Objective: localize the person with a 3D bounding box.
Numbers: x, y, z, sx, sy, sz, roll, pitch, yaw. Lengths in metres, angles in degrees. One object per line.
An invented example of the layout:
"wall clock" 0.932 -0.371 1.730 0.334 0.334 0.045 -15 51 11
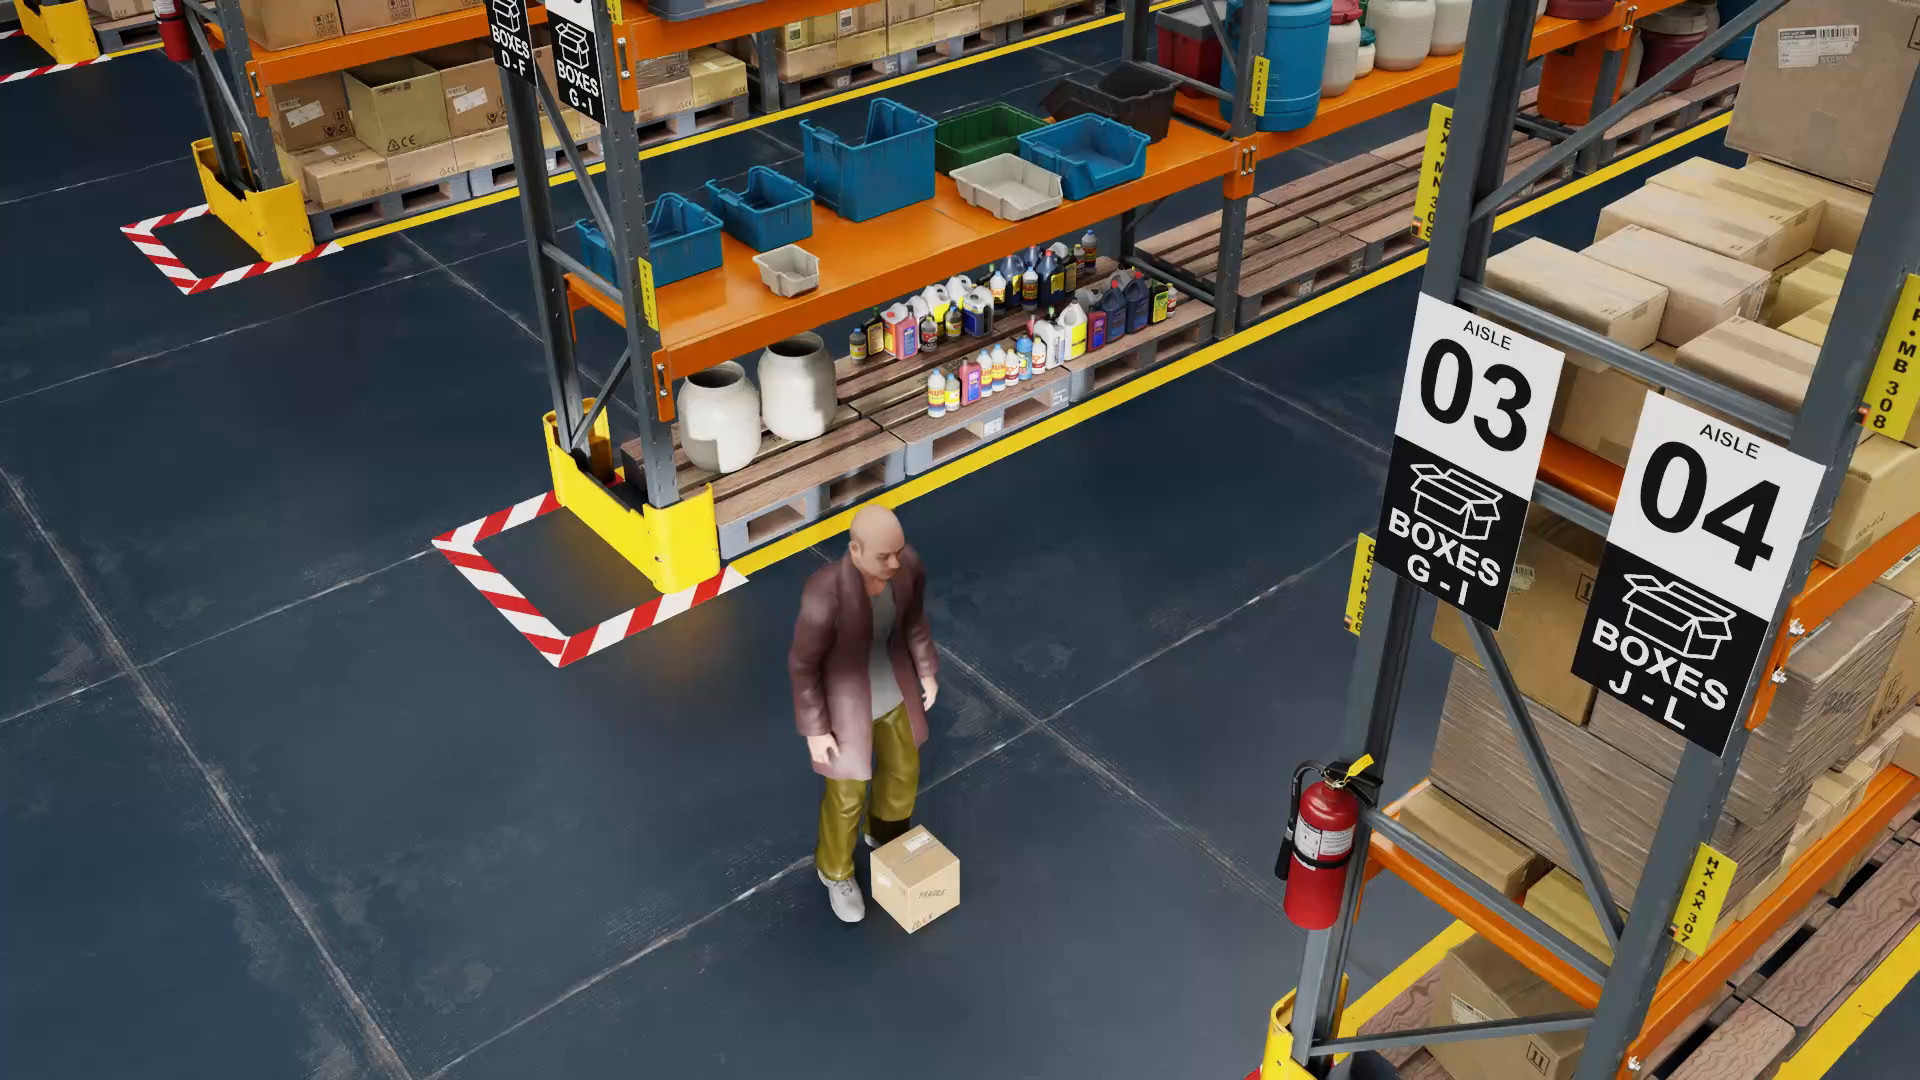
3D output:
"person" -0.340 0.603 6.246 0.646 1.774 0.419 -26 43 -32
